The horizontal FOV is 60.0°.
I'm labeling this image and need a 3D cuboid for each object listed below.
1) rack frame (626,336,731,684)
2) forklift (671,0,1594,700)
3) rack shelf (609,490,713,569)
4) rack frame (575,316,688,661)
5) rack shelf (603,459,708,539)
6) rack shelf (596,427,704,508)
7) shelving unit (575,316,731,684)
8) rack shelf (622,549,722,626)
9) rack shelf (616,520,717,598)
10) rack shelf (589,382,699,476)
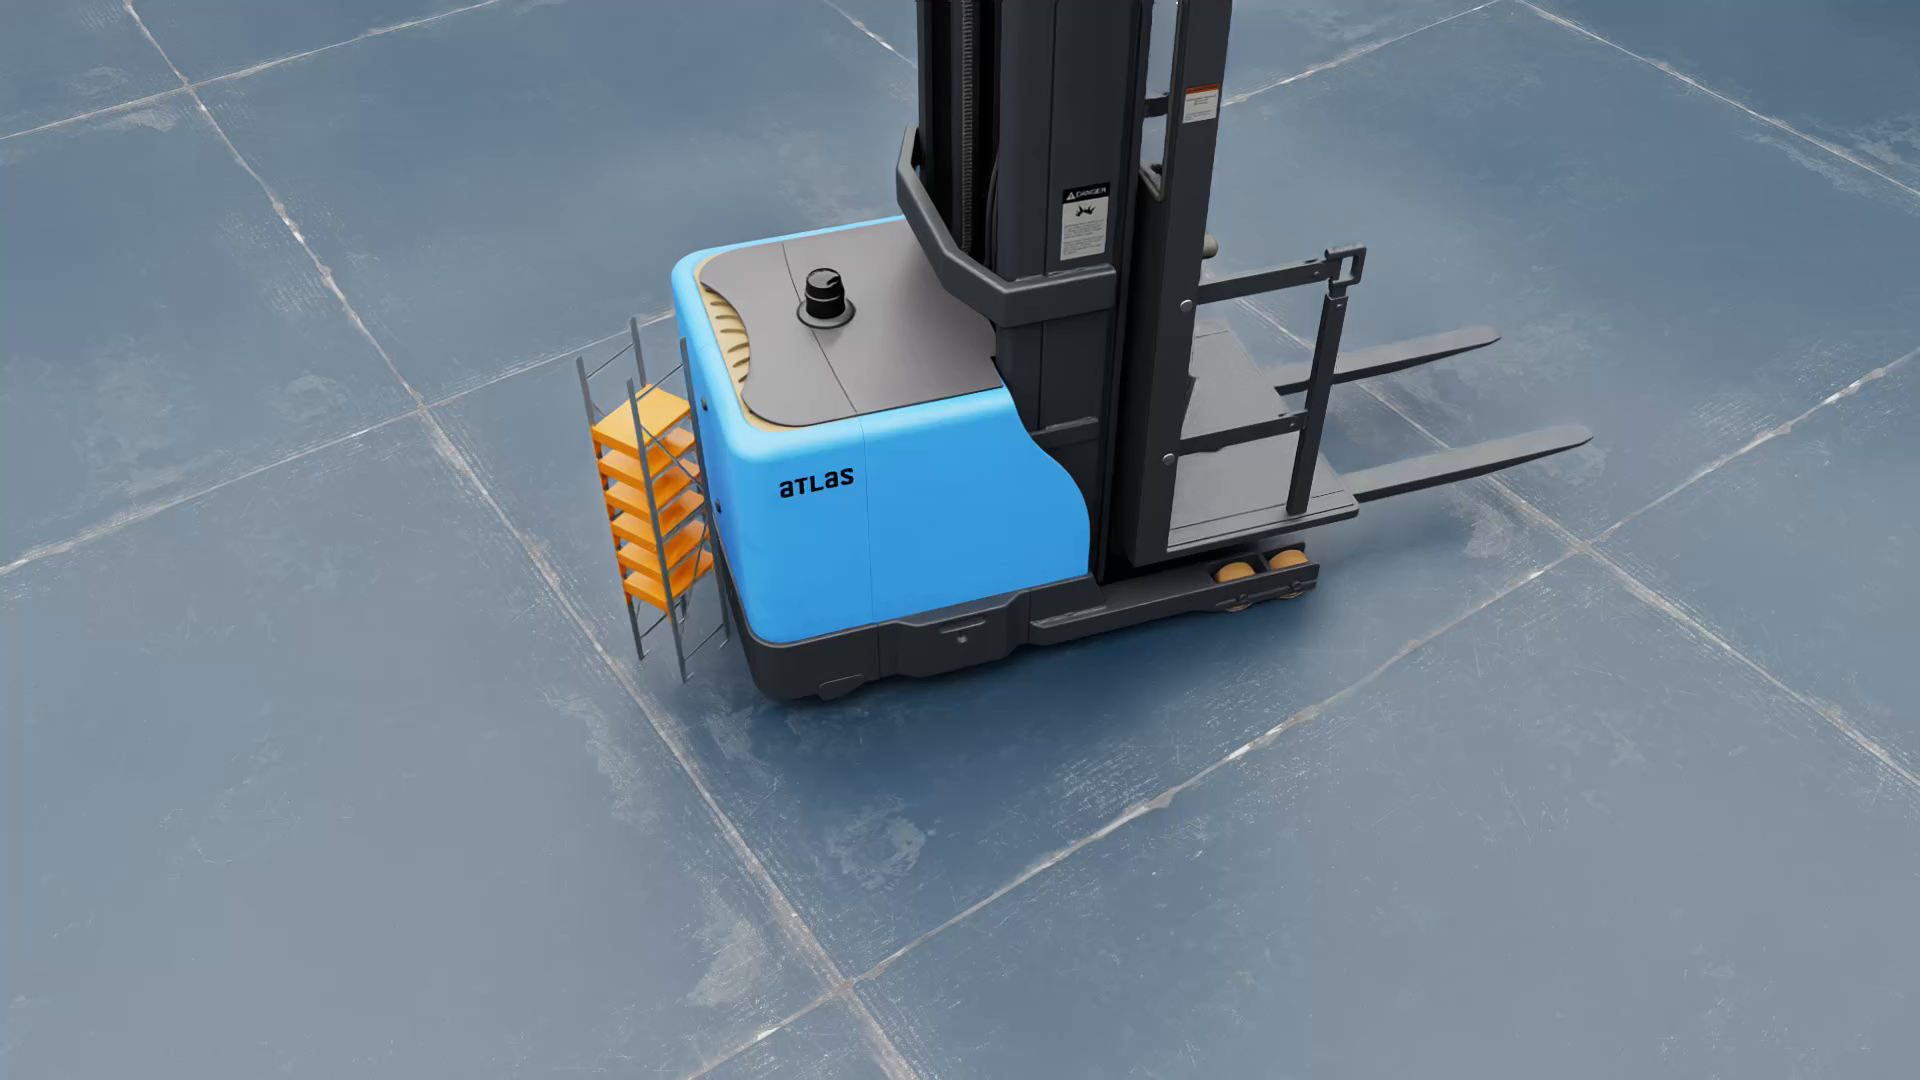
[{"bbox_3d":[-0.819,-0.054,4.931,0.006,1.200,0.240,24,48,24],"label":"rack frame"},{"bbox_3d":[0.673,-1.160,4.843,3.031,2.935,1.130,-13,45,-13],"label":"forklift"},{"bbox_3d":[-0.895,-0.055,4.999,0.180,0.103,0.258,24,48,24],"label":"rack shelf"},{"bbox_3d":[-0.972,-0.121,5.006,0.006,1.200,0.240,24,48,24],"label":"rack frame"},{"bbox_3d":[-0.897,-0.143,4.917,0.180,0.103,0.258,24,48,24],"label":"rack shelf"},{"bbox_3d":[-0.898,-0.231,4.836,0.180,0.103,0.258,24,48,24],"label":"rack shelf"},{"bbox_3d":[-0.896,-0.088,4.968,0.189,1.200,0.258,24,48,24],"label":"shelving unit"},{"bbox_3d":[-0.892,0.122,5.161,0.180,0.103,0.258,24,48,24],"label":"rack shelf"},{"bbox_3d":[-0.894,0.033,5.080,0.180,0.103,0.258,24,48,24],"label":"rack shelf"},{"bbox_3d":[-0.900,-0.320,4.755,0.180,0.103,0.258,24,48,24],"label":"rack shelf"}]
